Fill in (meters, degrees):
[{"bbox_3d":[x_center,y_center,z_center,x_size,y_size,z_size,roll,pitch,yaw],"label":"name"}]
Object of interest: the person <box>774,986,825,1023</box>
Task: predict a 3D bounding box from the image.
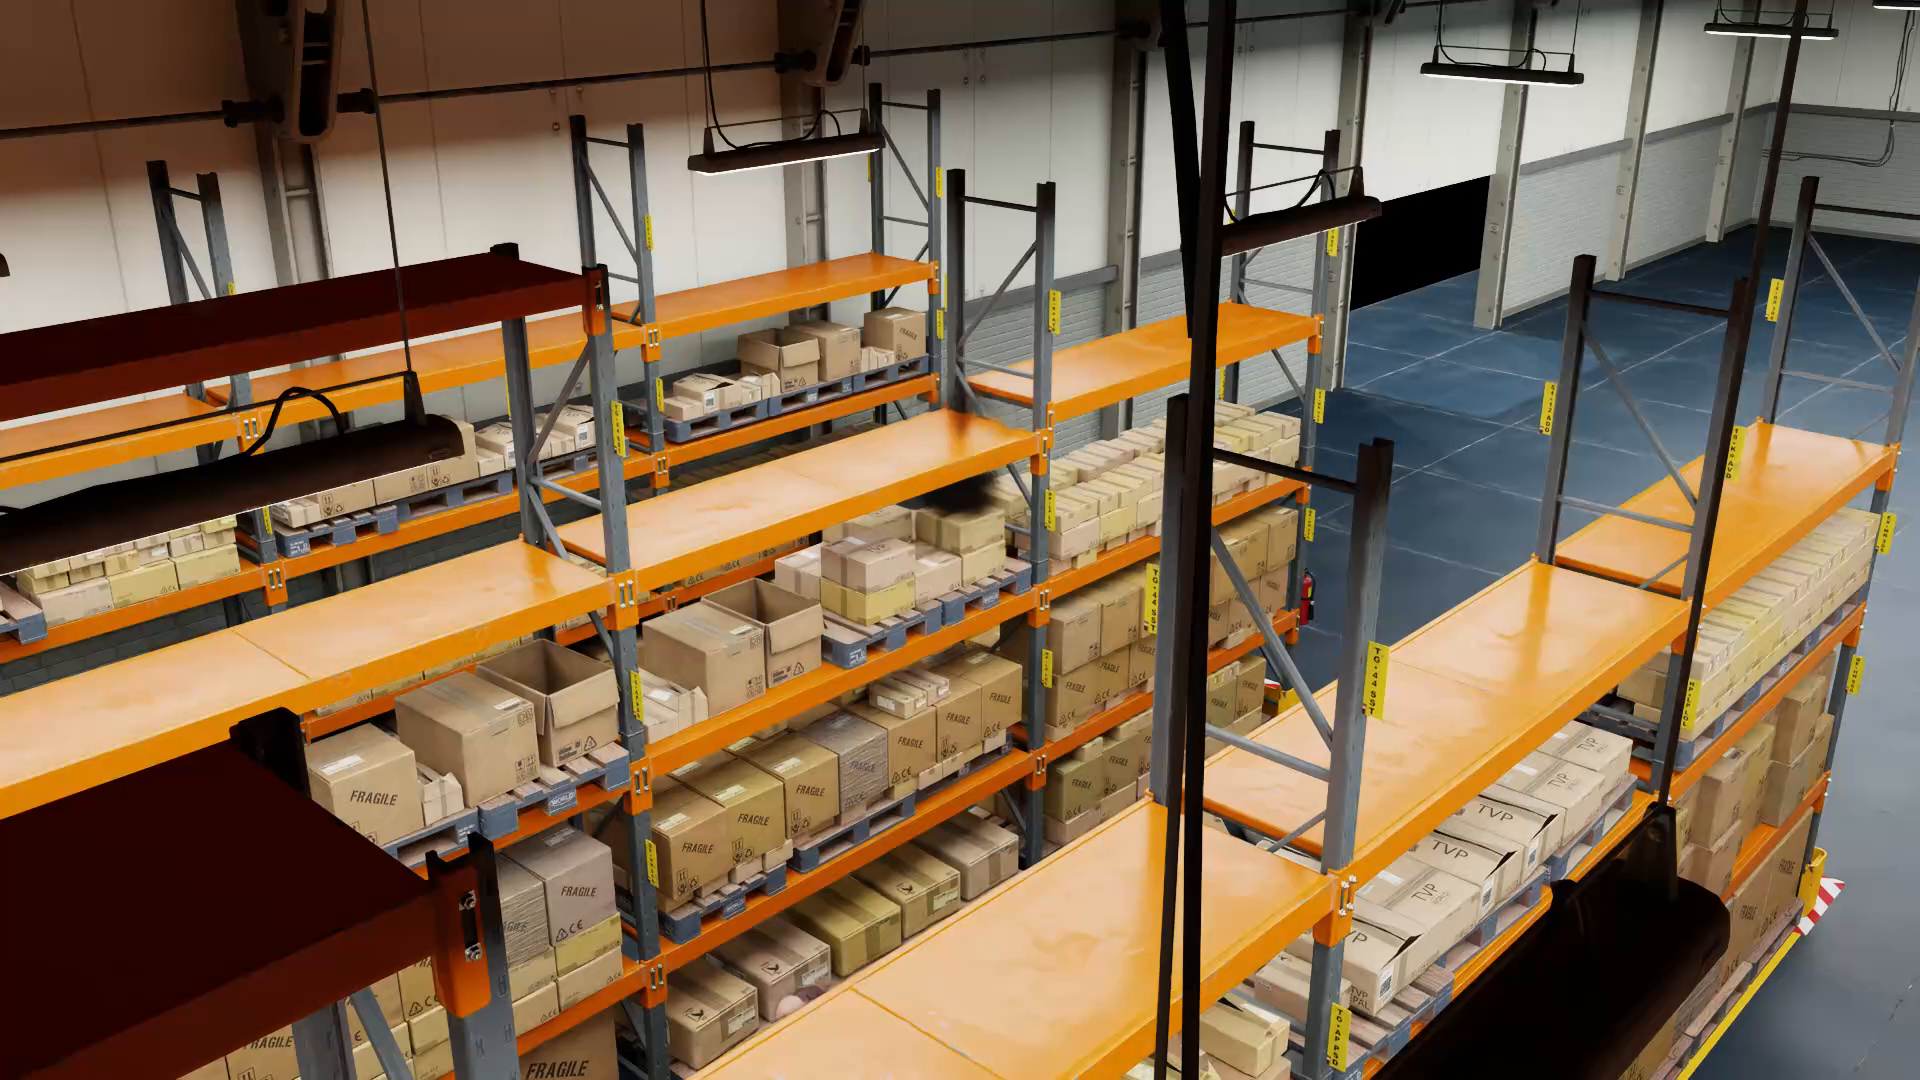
[{"bbox_3d":[-0.786,3.472,10.785,1.160,1.607,0.727,-17,27,-37],"label":"person"}]
